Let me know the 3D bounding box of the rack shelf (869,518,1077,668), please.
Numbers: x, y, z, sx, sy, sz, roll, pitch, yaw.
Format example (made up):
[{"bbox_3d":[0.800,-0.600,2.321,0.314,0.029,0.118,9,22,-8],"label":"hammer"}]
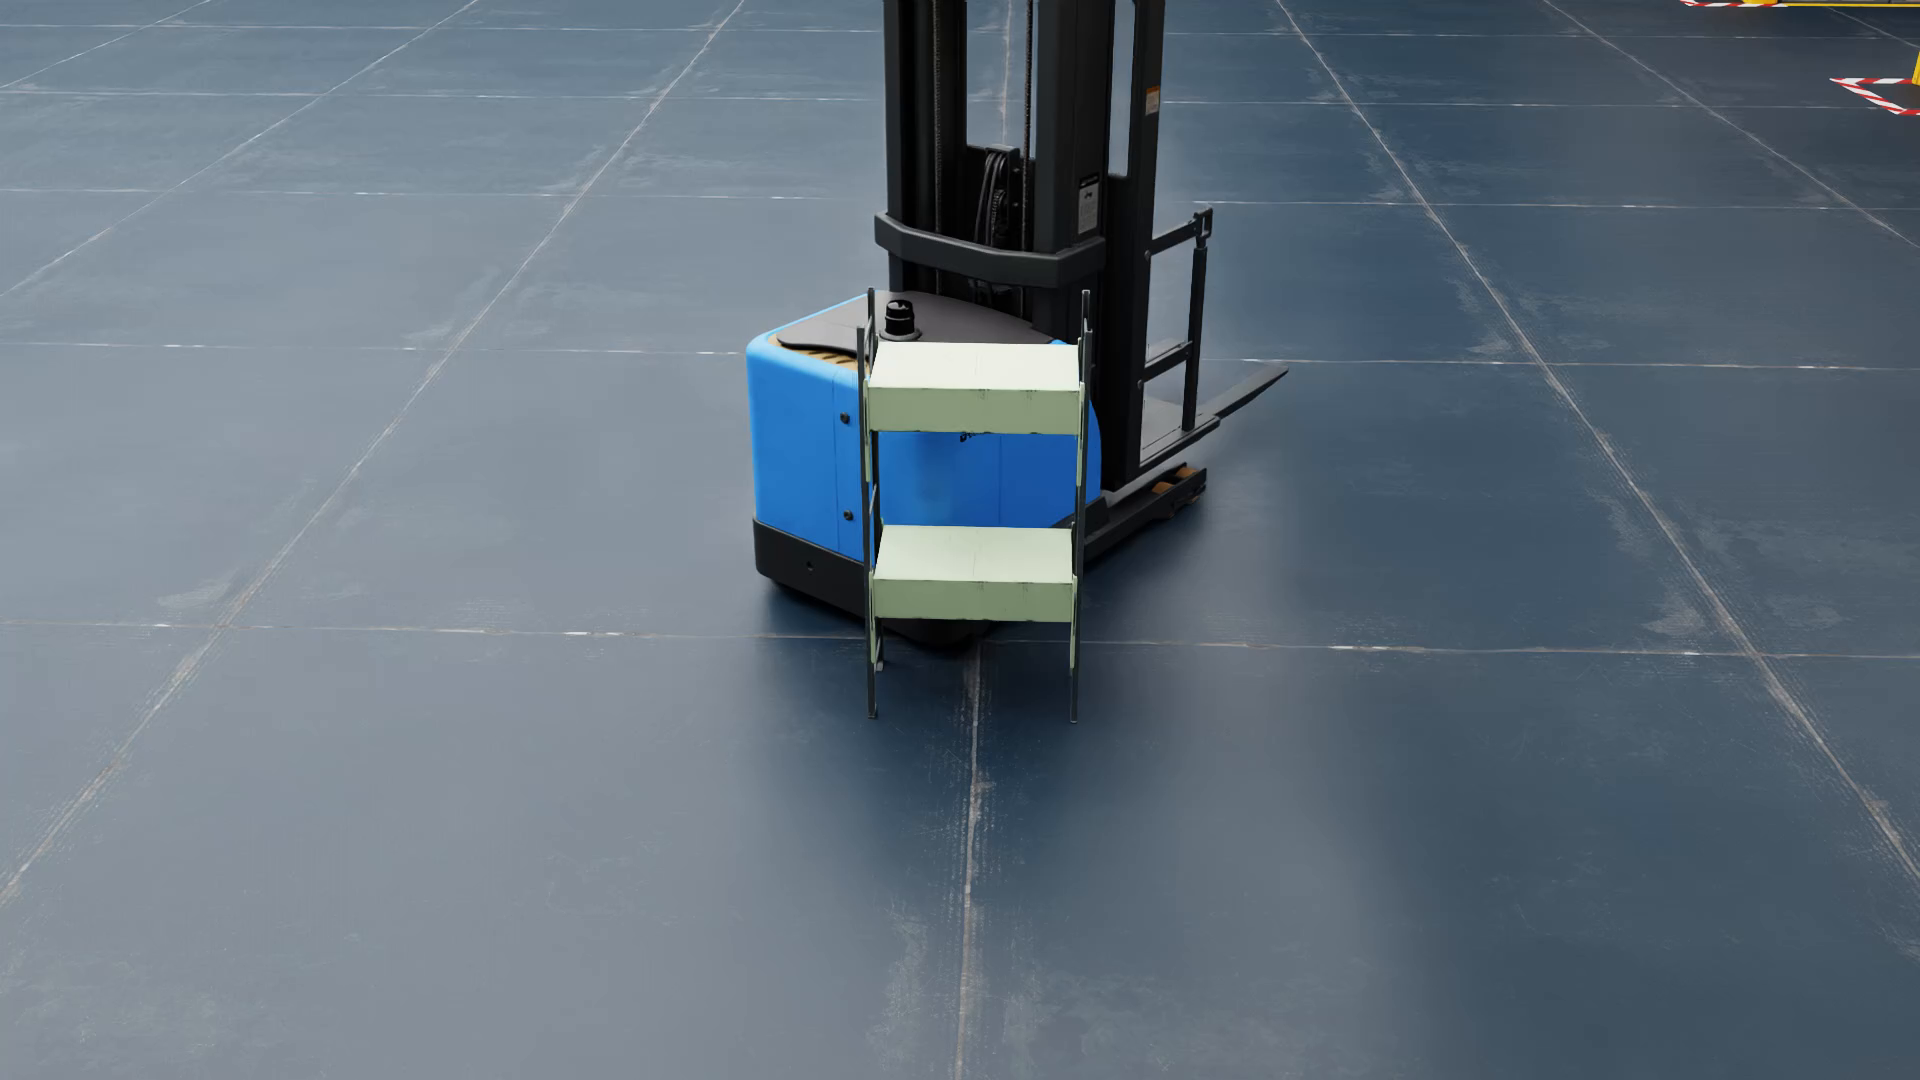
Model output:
[{"bbox_3d":[0.054,0.187,5.992,0.720,0.370,0.431,1,28,2],"label":"rack shelf"}]

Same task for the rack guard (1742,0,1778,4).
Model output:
[{"bbox_3d":[8.958,-6.458,18.898,0.348,0.500,1.175,1,28,2],"label":"rack guard"}]

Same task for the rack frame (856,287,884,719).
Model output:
[{"bbox_3d":[-0.312,-0.109,5.855,0.023,1.500,0.400,1,28,2],"label":"rack frame"}]

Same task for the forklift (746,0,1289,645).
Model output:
[{"bbox_3d":[0.466,-1.517,6.983,1.130,2.935,3.031,20,34,33],"label":"forklift"}]

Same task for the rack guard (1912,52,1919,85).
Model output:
[{"bbox_3d":[8.782,-4.117,14.483,0.348,0.500,1.175,1,28,2],"label":"rack guard"}]

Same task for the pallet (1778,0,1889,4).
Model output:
[{"bbox_3d":[9.770,-6.314,18.936,1.213,0.211,1.003,1,28,2],"label":"pallet"}]

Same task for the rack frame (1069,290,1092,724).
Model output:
[{"bbox_3d":[0.419,-0.093,5.825,0.023,1.500,0.400,1,28,2],"label":"rack frame"}]

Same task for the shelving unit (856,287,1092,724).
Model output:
[{"bbox_3d":[0.054,-0.101,5.840,0.755,1.500,0.431,1,28,2],"label":"shelving unit"}]

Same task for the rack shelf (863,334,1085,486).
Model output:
[{"bbox_3d":[0.054,-0.446,5.657,0.720,0.370,0.431,1,28,2],"label":"rack shelf"}]

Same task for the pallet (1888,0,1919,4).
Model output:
[{"bbox_3d":[10.986,-6.293,18.895,1.213,0.211,1.003,1,28,2],"label":"pallet"}]
